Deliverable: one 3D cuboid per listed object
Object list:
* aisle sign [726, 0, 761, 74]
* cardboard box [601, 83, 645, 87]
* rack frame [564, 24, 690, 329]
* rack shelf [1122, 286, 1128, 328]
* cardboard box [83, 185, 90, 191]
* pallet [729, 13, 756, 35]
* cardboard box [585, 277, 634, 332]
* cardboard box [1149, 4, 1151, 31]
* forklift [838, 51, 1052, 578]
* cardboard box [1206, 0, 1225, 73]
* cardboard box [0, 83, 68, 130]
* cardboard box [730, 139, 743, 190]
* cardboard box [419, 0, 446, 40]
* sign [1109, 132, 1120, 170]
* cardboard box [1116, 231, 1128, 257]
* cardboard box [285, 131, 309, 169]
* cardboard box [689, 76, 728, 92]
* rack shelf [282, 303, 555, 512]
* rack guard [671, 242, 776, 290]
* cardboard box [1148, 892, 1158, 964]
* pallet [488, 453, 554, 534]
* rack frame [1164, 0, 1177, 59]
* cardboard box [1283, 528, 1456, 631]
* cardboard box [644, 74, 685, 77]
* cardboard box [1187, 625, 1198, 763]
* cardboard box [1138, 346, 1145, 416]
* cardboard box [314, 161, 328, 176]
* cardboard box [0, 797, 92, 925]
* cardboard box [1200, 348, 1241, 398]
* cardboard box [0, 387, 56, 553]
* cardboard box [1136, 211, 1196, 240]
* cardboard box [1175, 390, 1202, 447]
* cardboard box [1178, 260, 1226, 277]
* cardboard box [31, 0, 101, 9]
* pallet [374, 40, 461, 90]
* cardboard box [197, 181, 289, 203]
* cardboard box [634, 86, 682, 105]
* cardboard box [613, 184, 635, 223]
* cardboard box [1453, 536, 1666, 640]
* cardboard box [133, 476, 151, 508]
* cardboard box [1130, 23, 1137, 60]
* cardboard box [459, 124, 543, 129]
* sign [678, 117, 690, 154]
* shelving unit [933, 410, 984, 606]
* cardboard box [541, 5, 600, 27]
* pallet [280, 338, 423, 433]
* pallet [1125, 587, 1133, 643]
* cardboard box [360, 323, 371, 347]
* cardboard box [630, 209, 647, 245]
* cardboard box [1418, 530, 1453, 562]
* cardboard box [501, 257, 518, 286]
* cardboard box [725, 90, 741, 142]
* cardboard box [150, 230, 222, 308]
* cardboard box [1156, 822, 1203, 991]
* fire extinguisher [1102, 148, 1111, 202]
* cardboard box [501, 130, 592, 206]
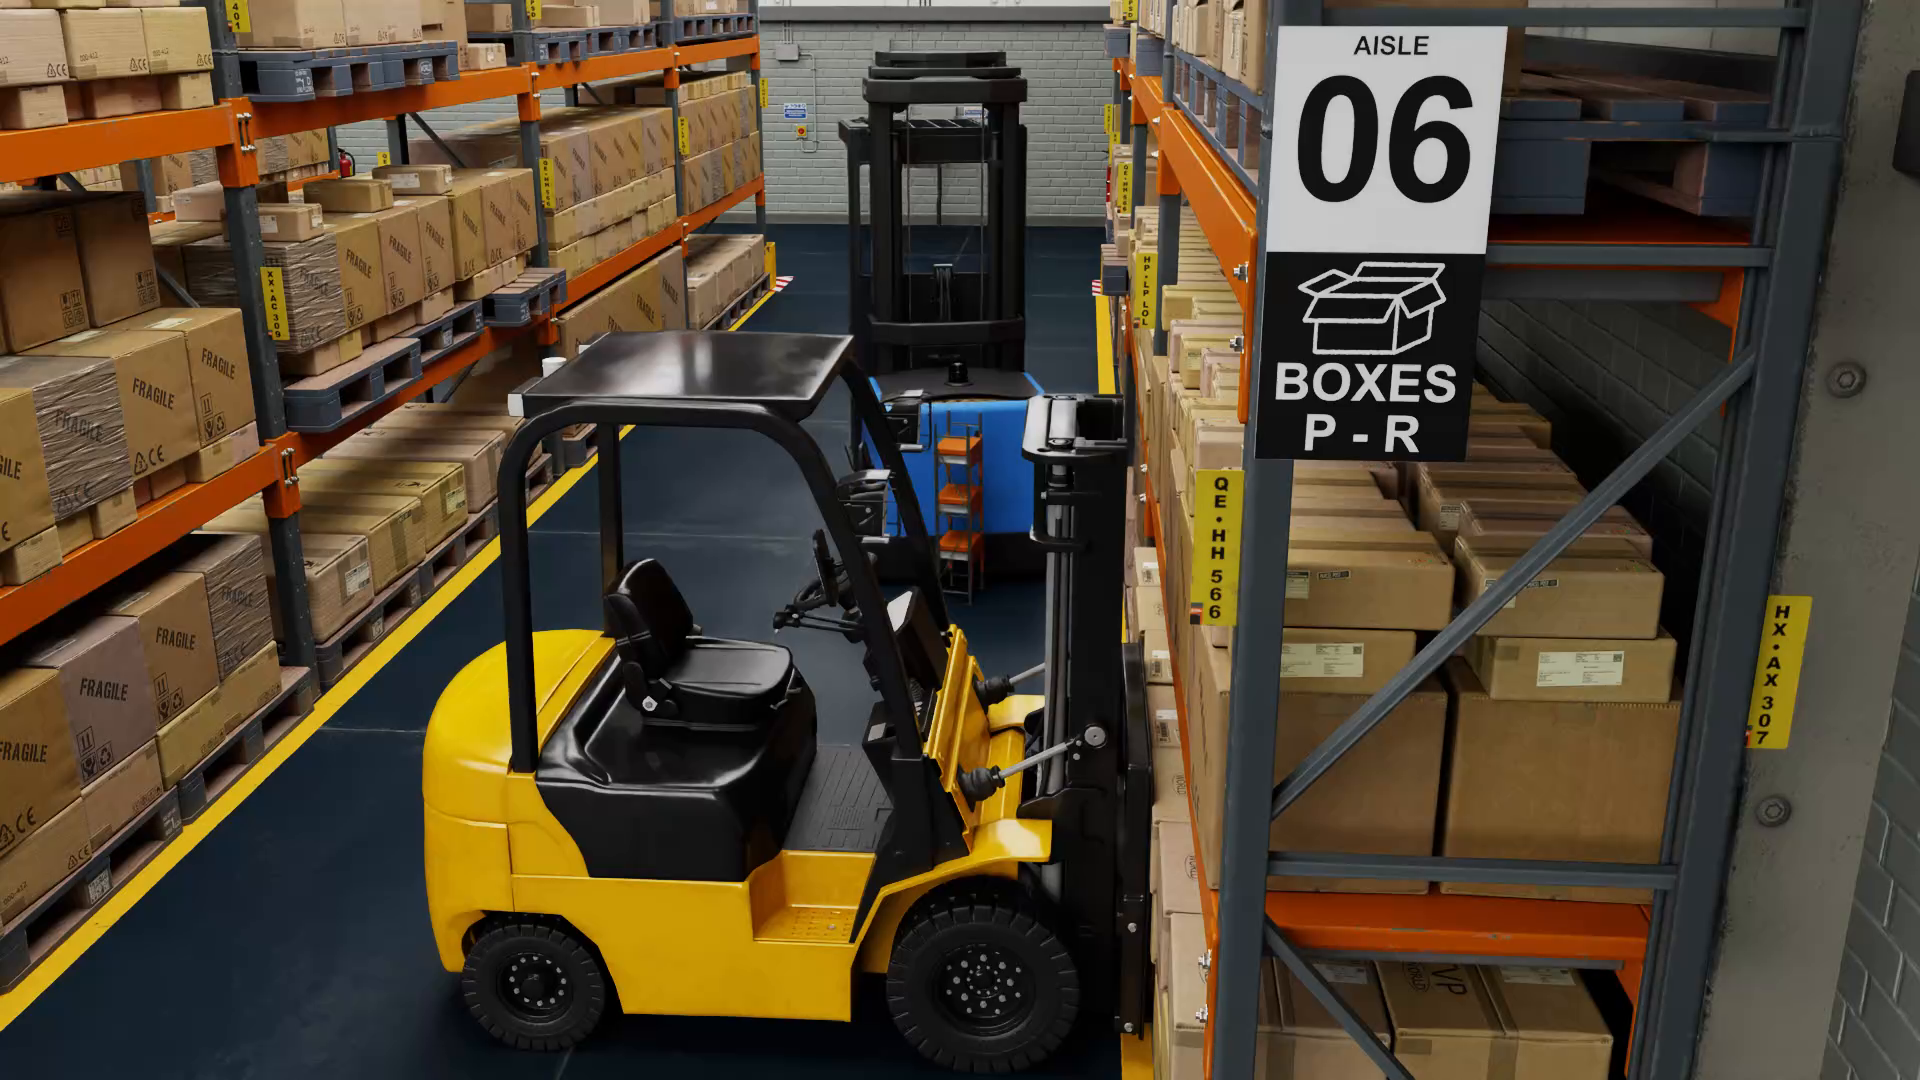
[{"bbox_3d":[-2.435,-5.633,18.621,0.394,0.787,0.004,1,18,4],"label":"aisle sign"},{"bbox_3d":[-3.177,-4.230,15.706,0.380,0.149,0.250,1,18,4],"label":"cardboard box"},{"bbox_3d":[-3.036,-3.139,15.187,1.000,3.000,0.127,1,18,4],"label":"rack frame"},{"bbox_3d":[1.771,-2.067,13.069,1.077,0.370,4.000,1,18,4],"label":"rack shelf"},{"bbox_3d":[-7.850,-3.013,14.530,0.380,0.149,0.250,1,18,4],"label":"cardboard box"},{"bbox_3d":[-2.792,-5.534,17.821,1.003,0.211,1.213,1,18,4],"label":"pallet"},{"bbox_3d":[-3.123,-1.577,13.155,0.875,0.875,0.875,2,18,5],"label":"cardboard box"},{"bbox_3d":[1.172,-2.686,8.555,0.380,0.149,0.250,1,18,3],"label":"cardboard box"},{"bbox_3d":[-0.177,-1.592,10.573,1.130,2.935,3.031,-3,18,-8],"label":"forklift"},{"bbox_3d":[1.016,-1.482,4.315,0.700,0.500,0.500,1,18,4],"label":"cardboard box"},{"bbox_3d":[-3.416,-1.537,5.882,0.380,0.149,0.250,2,18,5],"label":"cardboard box"},{"bbox_3d":[-2.598,-3.958,17.525,0.500,0.500,0.500,2,18,6],"label":"cardboard box"},{"bbox_3d":[-3.404,-2.897,9.465,0.797,0.503,0.637,1,18,4],"label":"cardboard box"},{"bbox_3d":[1.373,-3.451,14.747,0.100,0.325,0.005,1,18,4],"label":"sign"},{"bbox_3d":[1.292,-2.080,11.684,0.380,0.149,0.250,2,18,5],"label":"cardboard box"},{"bbox_3d":[-7.512,-4.345,18.227,0.500,0.500,0.500,1,18,3],"label":"cardboard box"},{"bbox_3d":[-2.612,-4.699,17.139,0.380,0.149,0.250,2,18,5],"label":"cardboard box"},{"bbox_3d":[-3.467,-0.934,9.612,1.077,0.370,4.000,1,18,4],"label":"rack shelf"},{"bbox_3d":[-2.748,-3.201,19.390,1.175,0.500,0.348,1,18,4],"label":"rack guard"},{"bbox_3d":[0.840,1.092,5.211,0.500,0.250,0.500,1,18,3],"label":"cardboard box"},{"bbox_3d":[-3.381,-0.329,11.089,1.003,0.211,1.213,1,18,4],"label":"pallet"},{"bbox_3d":[1.341,-3.396,6.336,1.000,3.000,0.127,1,18,4],"label":"rack frame"},{"bbox_3d":[0.870,0.084,3.669,0.380,0.149,0.250,1,18,4],"label":"cardboard box"},{"bbox_3d":[-3.133,-4.865,17.646,0.380,0.149,0.250,1,18,2],"label":"cardboard box"},{"bbox_3d":[0.874,0.330,4.438,0.500,0.500,0.500,2,18,6],"label":"cardboard box"},{"bbox_3d":[1.147,-0.793,8.265,0.500,0.250,0.500,1,18,4],"label":"cardboard box"},{"bbox_3d":[-7.436,-4.234,18.931,0.380,0.149,0.250,1,18,4],"label":"cardboard box"},{"bbox_3d":[-3.492,1.122,5.923,0.500,0.250,0.500,3,18,8],"label":"cardboard box"},{"bbox_3d":[1.009,-0.548,5.598,0.380,0.149,0.250,1,18,4],"label":"cardboard box"},{"bbox_3d":[-3.489,-0.220,5.638,0.500,0.500,0.500,1,18,3],"label":"cardboard box"},{"bbox_3d":[1.294,-1.968,10.409,0.380,0.149,0.250,2,18,5],"label":"cardboard box"},{"bbox_3d":[0.936,-0.411,5.658,0.380,0.149,0.250,1,18,2],"label":"cardboard box"},{"bbox_3d":[1.183,-1.332,8.469,0.380,0.149,0.250,1,18,3],"label":"cardboard box"},{"bbox_3d":[-3.353,-1.992,5.990,0.380,0.149,0.250,2,18,6],"label":"cardboard box"},{"bbox_3d":[-3.388,-2.503,8.728,1.213,0.211,1.003,1,18,4],"label":"pallet"},{"bbox_3d":[-3.769,-1.800,8.745,0.380,0.149,0.250,1,18,2],"label":"cardboard box"},{"bbox_3d":[-2.755,-4.063,15.196,0.380,0.149,0.250,1,18,3],"label":"cardboard box"},{"bbox_3d":[-2.905,-2.688,13.246,0.500,0.250,0.500,2,18,5],"label":"cardboard box"},{"bbox_3d":[1.292,0.100,3.619,0.380,0.149,0.250,1,18,3],"label":"cardboard box"},{"bbox_3d":[-3.468,-0.195,6.604,0.380,0.149,0.250,1,18,3],"label":"cardboard box"},{"bbox_3d":[1.494,-3.618,12.071,0.500,0.250,0.500,1,18,4],"label":"cardboard box"},{"bbox_3d":[-3.476,-2.900,12.689,0.500,0.500,0.500,1,18,4],"label":"cardboard box"},{"bbox_3d":[-2.494,-3.643,14.991,0.100,0.325,0.005,1,18,4],"label":"sign"},{"bbox_3d":[-0.003,-0.174,9.249,0.215,1.050,0.252,5,22,16],"label":"shelving unit"},{"bbox_3d":[-3.022,-4.063,12.888,0.380,0.166,0.250,3,18,9],"label":"cardboard box"},{"bbox_3d":[-3.410,-0.798,8.349,1.003,0.211,1.213,1,18,4],"label":"pallet"},{"bbox_3d":[1.355,0.550,8.405,1.003,0.211,1.213,1,18,4],"label":"pallet"},{"bbox_3d":[-3.284,-1.067,8.590,0.380,0.149,0.250,2,18,7],"label":"cardboard box"},{"bbox_3d":[-2.910,-2.609,13.808,0.500,0.250,0.500,1,18,2],"label":"cardboard box"},{"bbox_3d":[1.317,0.085,4.144,0.380,0.149,0.250,1,18,3],"label":"cardboard box"},{"bbox_3d":[-3.032,-1.706,10.542,0.380,0.149,0.250,1,18,3],"label":"cardboard box"},{"bbox_3d":[-2.594,-4.433,17.368,0.500,0.500,0.500,1,18,4],"label":"cardboard box"},{"bbox_3d":[-3.806,-1.192,7.931,0.500,0.500,0.500,1,18,3],"label":"cardboard box"},{"bbox_3d":[0.807,1.020,4.627,0.500,0.250,0.500,2,18,5],"label":"cardboard box"},{"bbox_3d":[1.751,-4.114,18.885,0.296,0.674,0.183,1,18,4],"label":"fire extinguisher"},{"bbox_3d":[-3.018,-2.722,12.146,0.500,0.500,0.500,1,18,4],"label":"cardboard box"}]
